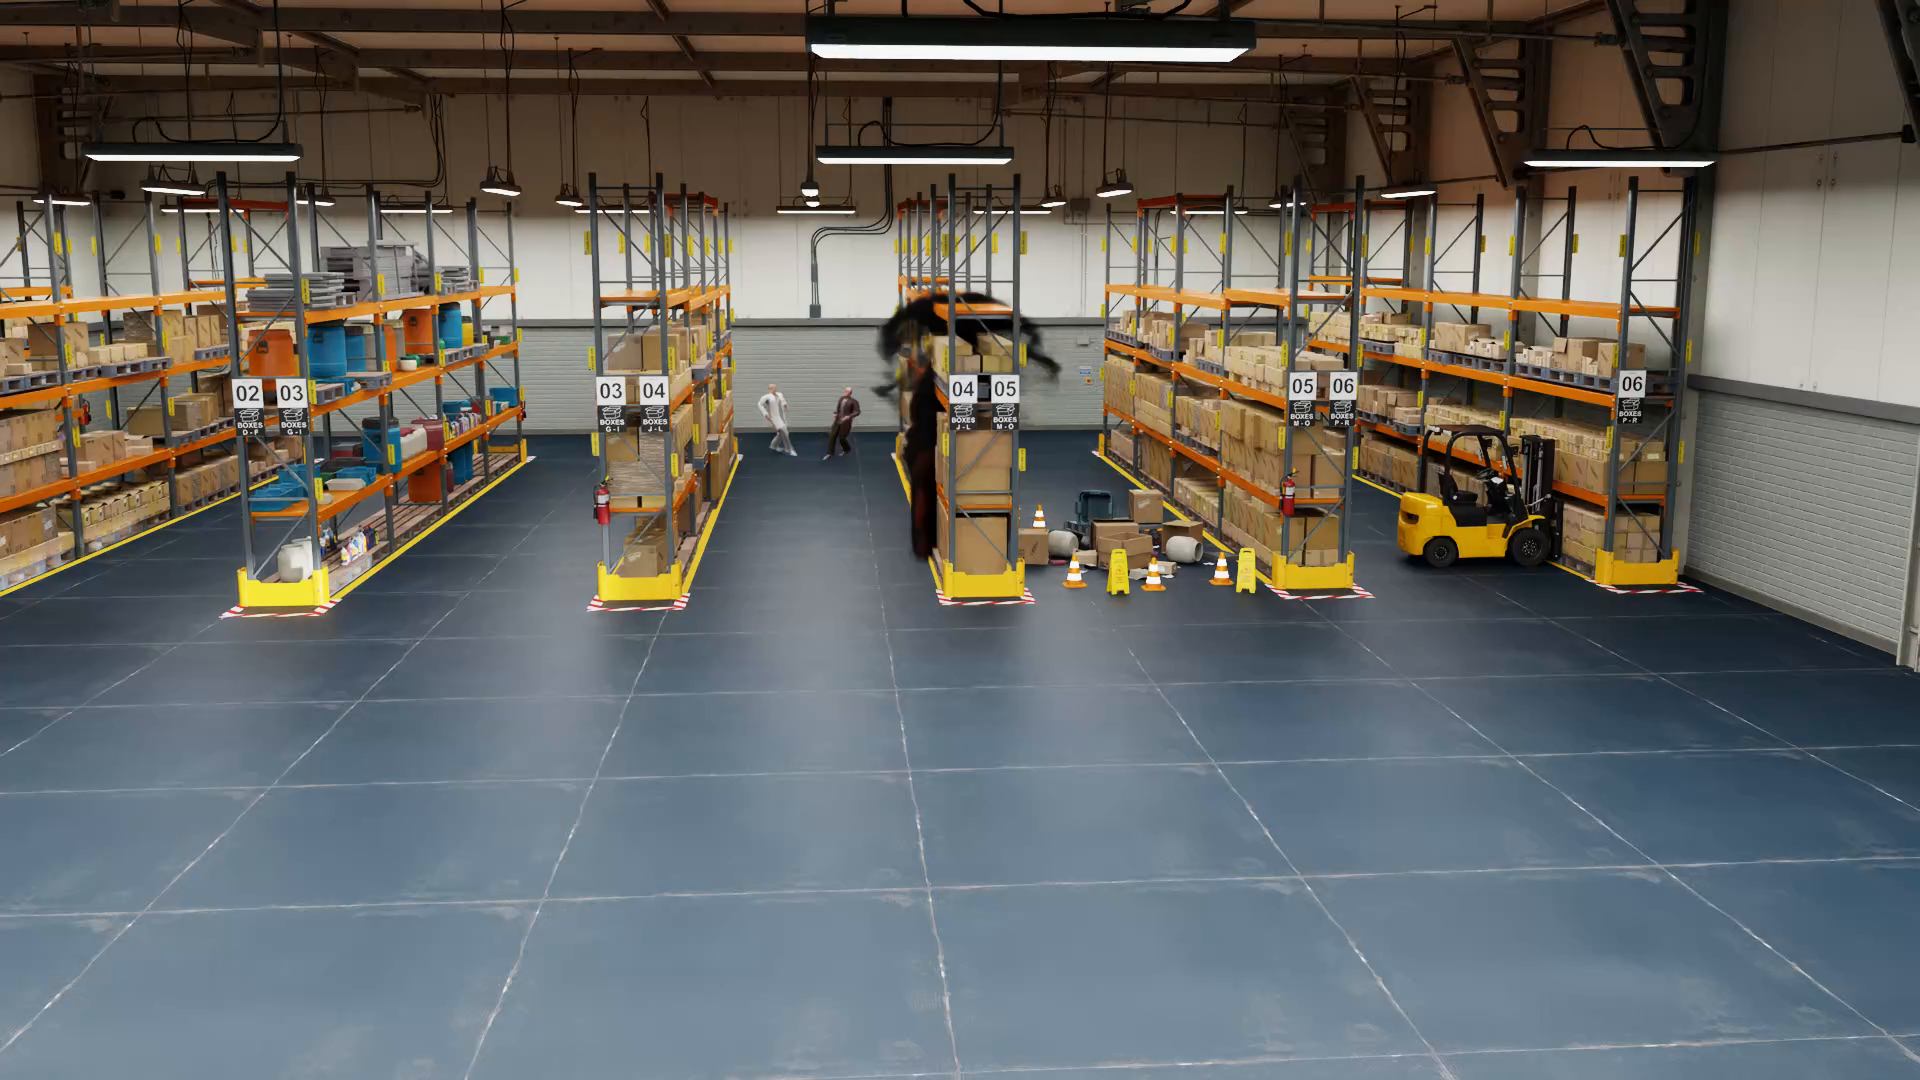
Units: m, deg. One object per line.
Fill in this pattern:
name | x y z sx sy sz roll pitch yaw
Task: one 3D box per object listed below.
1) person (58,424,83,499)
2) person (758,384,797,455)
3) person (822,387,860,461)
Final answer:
person | -17.333 -1.467 32.357 0.539 1.606 0.871 -2 10 -12
person | -4.447 -2.897 40.301 0.815 1.794 0.693 7 12 33
person | -2.725 -2.755 39.391 0.753 1.736 0.908 6 12 31
